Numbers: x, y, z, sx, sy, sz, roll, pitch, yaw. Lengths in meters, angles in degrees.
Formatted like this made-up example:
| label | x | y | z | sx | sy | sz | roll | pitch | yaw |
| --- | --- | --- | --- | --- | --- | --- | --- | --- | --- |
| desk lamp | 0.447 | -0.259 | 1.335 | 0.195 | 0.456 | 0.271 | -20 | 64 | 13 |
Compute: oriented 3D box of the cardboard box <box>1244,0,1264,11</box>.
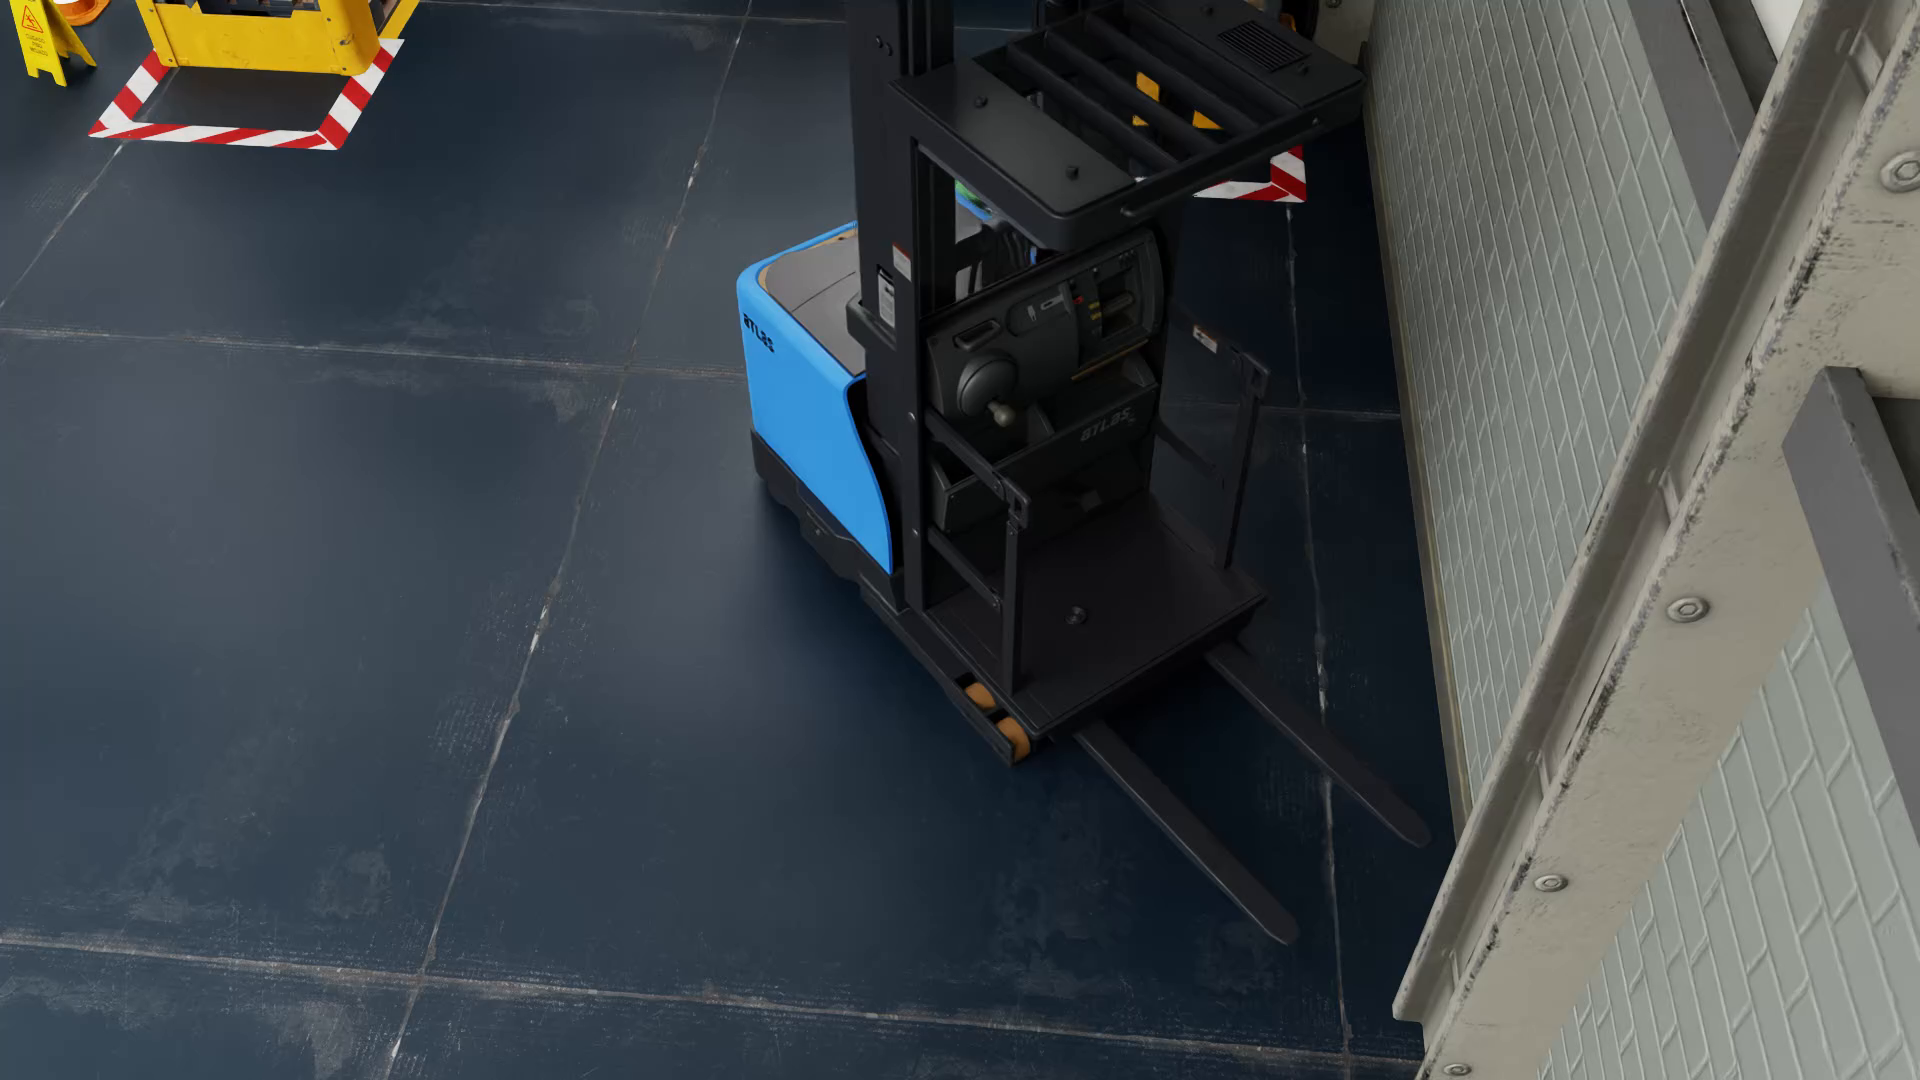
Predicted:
| label | x | y | z | sx | sy | sz | roll | pitch | yaw |
| --- | --- | --- | --- | --- | --- | --- | --- | --- | --- |
| cardboard box | 1.370 | -3.031 | 8.730 | 0.500 | 0.250 | 0.500 | 5 | 48 | 4 |

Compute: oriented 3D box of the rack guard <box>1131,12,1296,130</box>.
| label | x | y | z | sx | sy | sz | roll | pitch | yaw |
| --- | --- | --- | --- | --- | --- | --- | --- | --- | --- |
| rack guard | 1.118 | -2.456 | 8.657 | 1.175 | 0.500 | 0.348 | 4 | 48 | 4 |

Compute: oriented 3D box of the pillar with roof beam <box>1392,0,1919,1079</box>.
| label | x | y | z | sx | sy | sz | roll | pitch | yaw |
| --- | --- | --- | --- | --- | --- | --- | --- | --- | --- |
| pillar with roof beam | -2.753 | -1.673 | 2.182 | 9.100 | 9.000 | 0.400 | 4 | 48 | 4 |

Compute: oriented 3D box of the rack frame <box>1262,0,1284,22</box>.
| label | x | y | z | sx | sy | sz | roll | pitch | yaw |
| --- | --- | --- | --- | --- | --- | --- | --- | --- | --- |
| rack frame | 1.120 | -3.317 | 7.751 | 1.000 | 3.000 | 0.127 | 4 | 48 | 4 |

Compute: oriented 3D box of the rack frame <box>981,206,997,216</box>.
| label | x | y | z | sx | sy | sz | roll | pitch | yaw |
| --- | --- | --- | --- | --- | --- | --- | --- | --- | --- |
| rack frame | 0.130 | -1.427 | 7.242 | 0.015 | 1.200 | 0.240 | -34 | 56 | -27 |

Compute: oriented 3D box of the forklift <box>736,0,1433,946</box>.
| label | x | y | z | sx | sy | sz | roll | pitch | yaw |
| --- | --- | --- | --- | --- | --- | --- | --- | --- | --- |
| forklift | 0.417 | -0.599 | 5.312 | 1.130 | 2.935 | 3.031 | -28 | 54 | -23 |

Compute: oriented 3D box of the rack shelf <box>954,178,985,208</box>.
| label | x | y | z | sx | sy | sz | roll | pitch | yaw |
| --- | --- | --- | --- | --- | --- | --- | --- | --- | --- |
| rack shelf | -0.051 | -1.425 | 7.001 | 0.480 | 0.148 | 0.258 | -34 | 56 | -27 |

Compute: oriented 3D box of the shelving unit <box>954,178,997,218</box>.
| label | x | y | z | sx | sy | sz | roll | pitch | yaw |
| --- | --- | --- | --- | --- | --- | --- | --- | --- | --- |
| shelving unit | -0.051 | -1.306 | 7.131 | 0.503 | 1.200 | 0.258 | -34 | 56 | -27 |

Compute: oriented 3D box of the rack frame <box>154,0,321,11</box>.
| label | x | y | z | sx | sy | sz | roll | pitch | yaw |
| --- | --- | --- | --- | --- | --- | --- | --- | --- | --- |
| rack frame | -3.823 | -3.648 | 8.054 | 1.000 | 3.000 | 0.127 | 4 | 48 | 4 |

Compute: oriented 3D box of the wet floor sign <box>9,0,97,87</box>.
| label | x | y | z | sx | sy | sz | roll | pitch | yaw |
| --- | --- | --- | --- | --- | --- | --- | --- | --- | --- |
| wet floor sign | -4.906 | -2.786 | 8.861 | 0.267 | 0.644 | 0.232 | 19 | 50 | 17 |

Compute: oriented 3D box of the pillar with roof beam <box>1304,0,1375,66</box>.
| label | x | y | z | sx | sy | sz | roll | pitch | yaw |
| --- | --- | --- | --- | --- | --- | --- | --- | --- | --- |
| pillar with roof beam | -2.206 | -6.082 | 6.215 | 9.100 | 9.000 | 0.400 | 4 | 48 | 4 |

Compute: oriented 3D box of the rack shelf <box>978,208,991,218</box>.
| label | x | y | z | sx | sy | sz | roll | pitch | yaw |
| --- | --- | --- | --- | --- | --- | --- | --- | --- | --- |
| rack shelf | -0.051 | -1.263 | 7.178 | 0.480 | 0.148 | 0.258 | -34 | 56 | -27 |

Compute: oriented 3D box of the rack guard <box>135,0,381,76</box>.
| label | x | y | z | sx | sy | sz | roll | pitch | yaw |
| --- | --- | --- | --- | --- | --- | --- | --- | --- | --- |
| rack guard | -3.817 | -2.860 | 9.027 | 1.175 | 0.500 | 0.348 | 4 | 48 | 4 |

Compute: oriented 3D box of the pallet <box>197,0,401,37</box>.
| label | x | y | z | sx | sy | sz | roll | pitch | yaw |
| --- | --- | --- | --- | --- | --- | --- | --- | --- | --- |
| pallet | -3.707 | -3.358 | 9.678 | 1.003 | 0.211 | 1.213 | 4 | 48 | 4 |

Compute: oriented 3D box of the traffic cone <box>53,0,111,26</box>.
| label | x | y | z | sx | sy | sz | roll | pitch | yaw |
| --- | --- | --- | --- | --- | --- | --- | --- | --- | --- |
| traffic cone | -5.069 | -3.195 | 9.358 | 0.336 | 0.463 | 0.334 | 4 | 48 | 4 |
